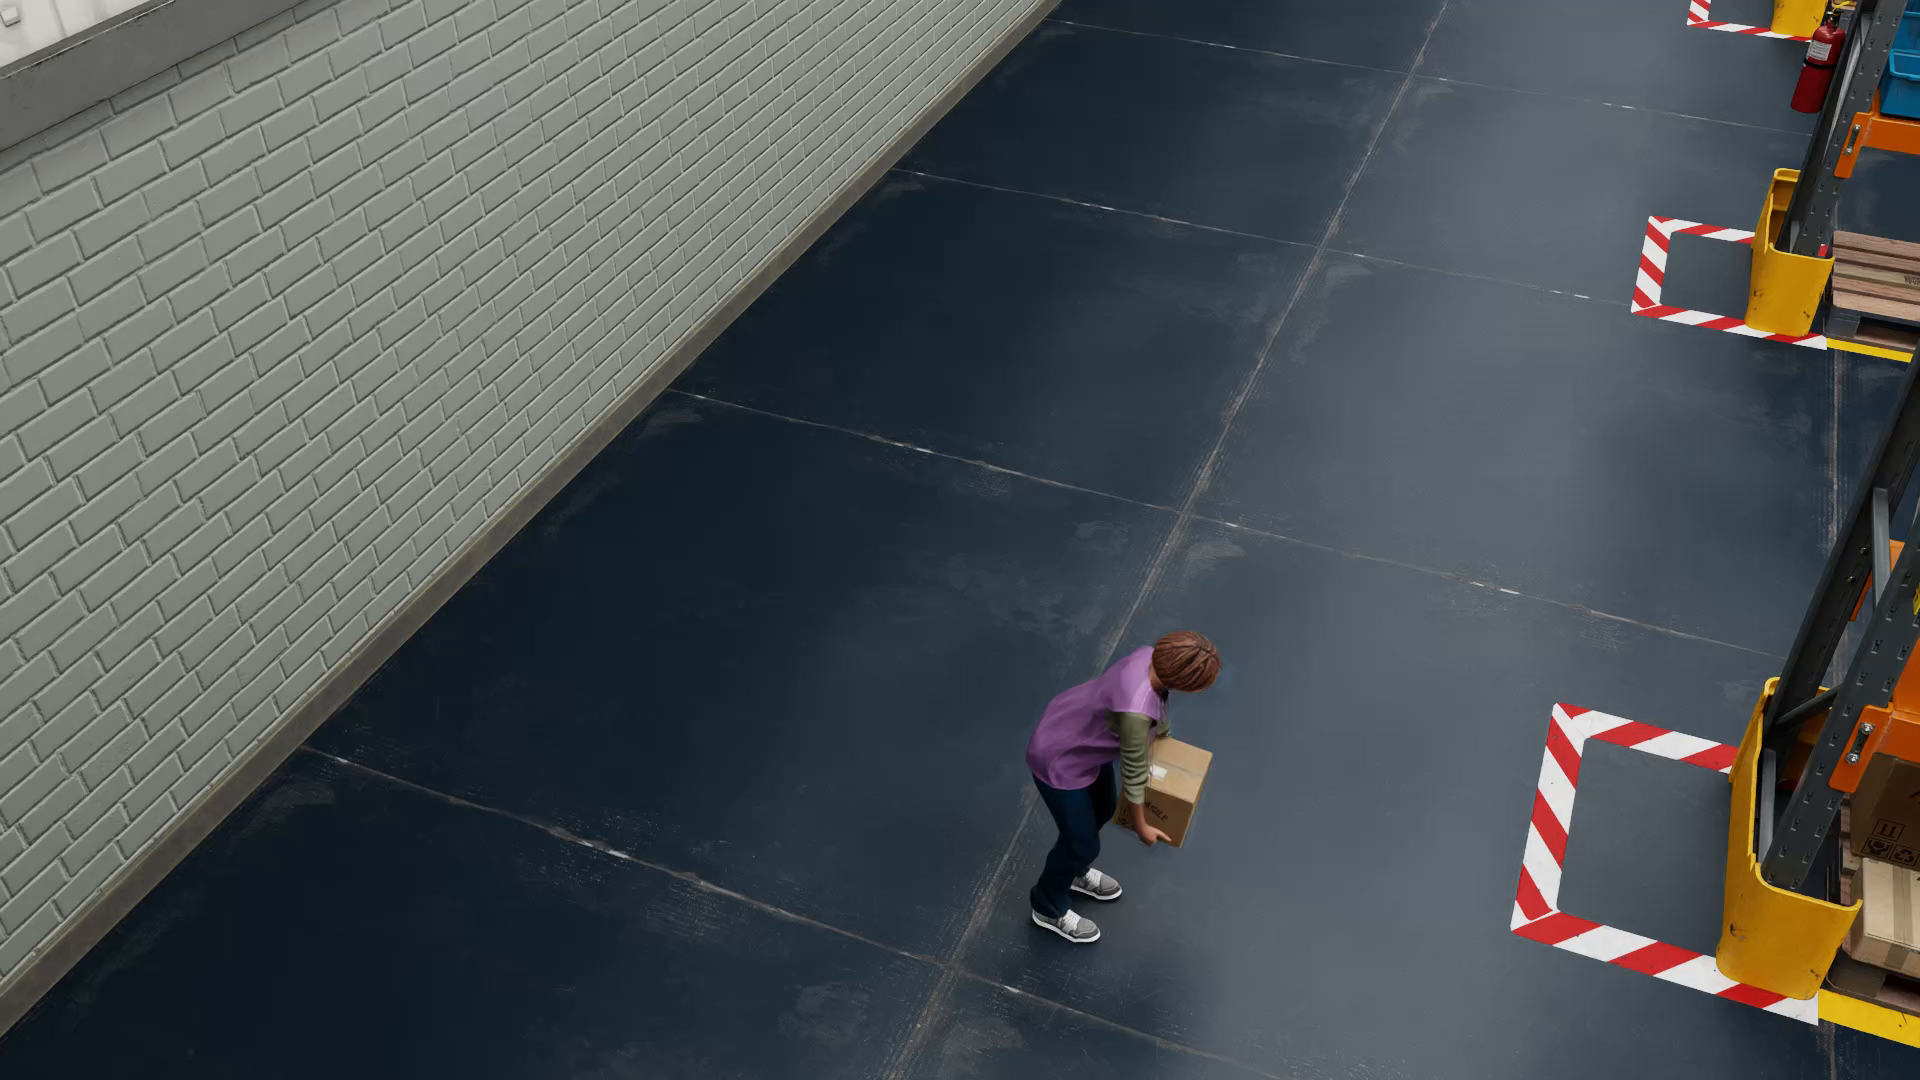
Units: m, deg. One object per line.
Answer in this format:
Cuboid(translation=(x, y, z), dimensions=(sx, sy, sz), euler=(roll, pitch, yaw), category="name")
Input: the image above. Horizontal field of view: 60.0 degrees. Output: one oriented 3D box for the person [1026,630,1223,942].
Cuboid(translation=(0.545, 0.853, 5.852), dimensions=(0.636, 1.458, 0.373), euler=(14, 40, 17), category="person")
